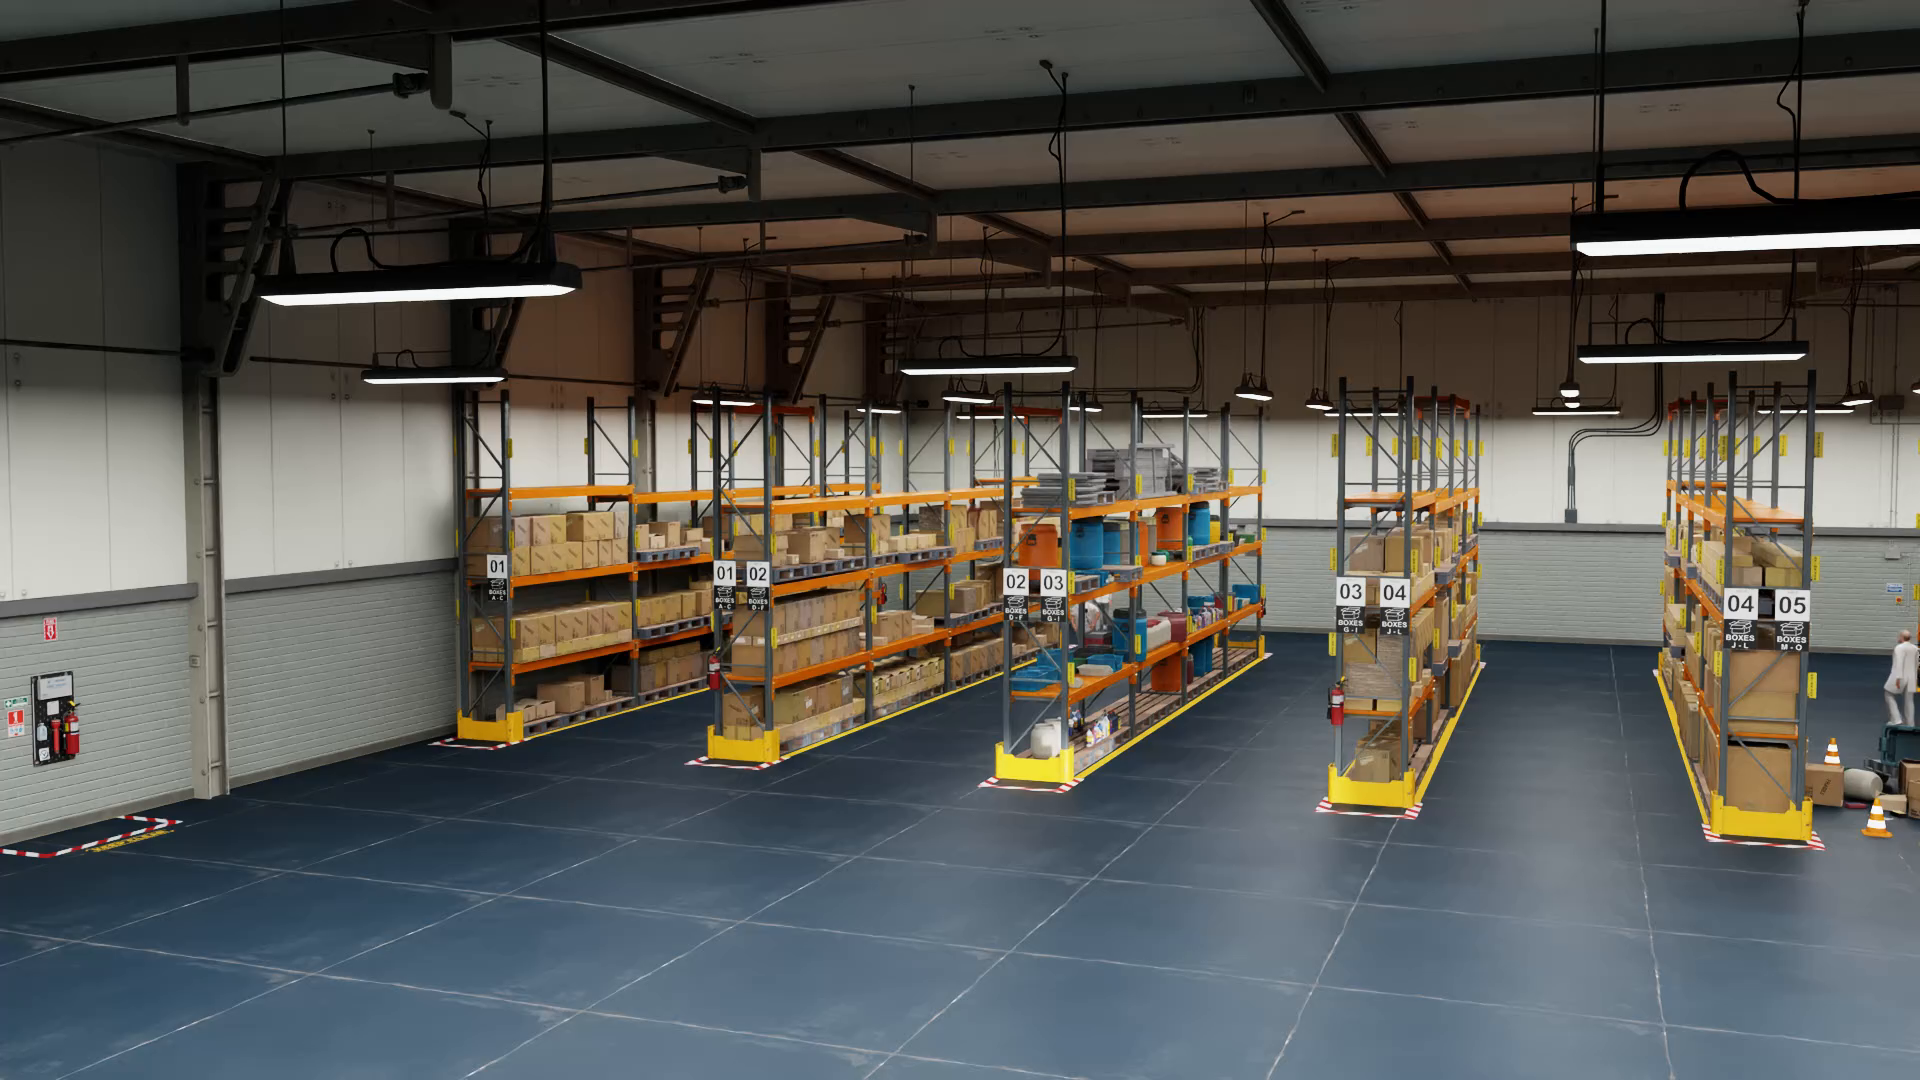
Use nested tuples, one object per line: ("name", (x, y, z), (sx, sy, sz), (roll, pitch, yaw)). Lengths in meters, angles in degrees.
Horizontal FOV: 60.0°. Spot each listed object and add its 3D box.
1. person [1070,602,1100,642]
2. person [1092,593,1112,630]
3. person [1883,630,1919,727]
("person", (2.912, 2.029, 38.698), (0.702, 1.694, 0.732), (2, 4, 29))
("person", (3.823, 1.655, 44.847), (0.557, 1.730, 1.031), (0, 3, 5))
("person", (16.753, 2.493, 29.458), (0.581, 1.788, 0.580), (0, 3, 1))
